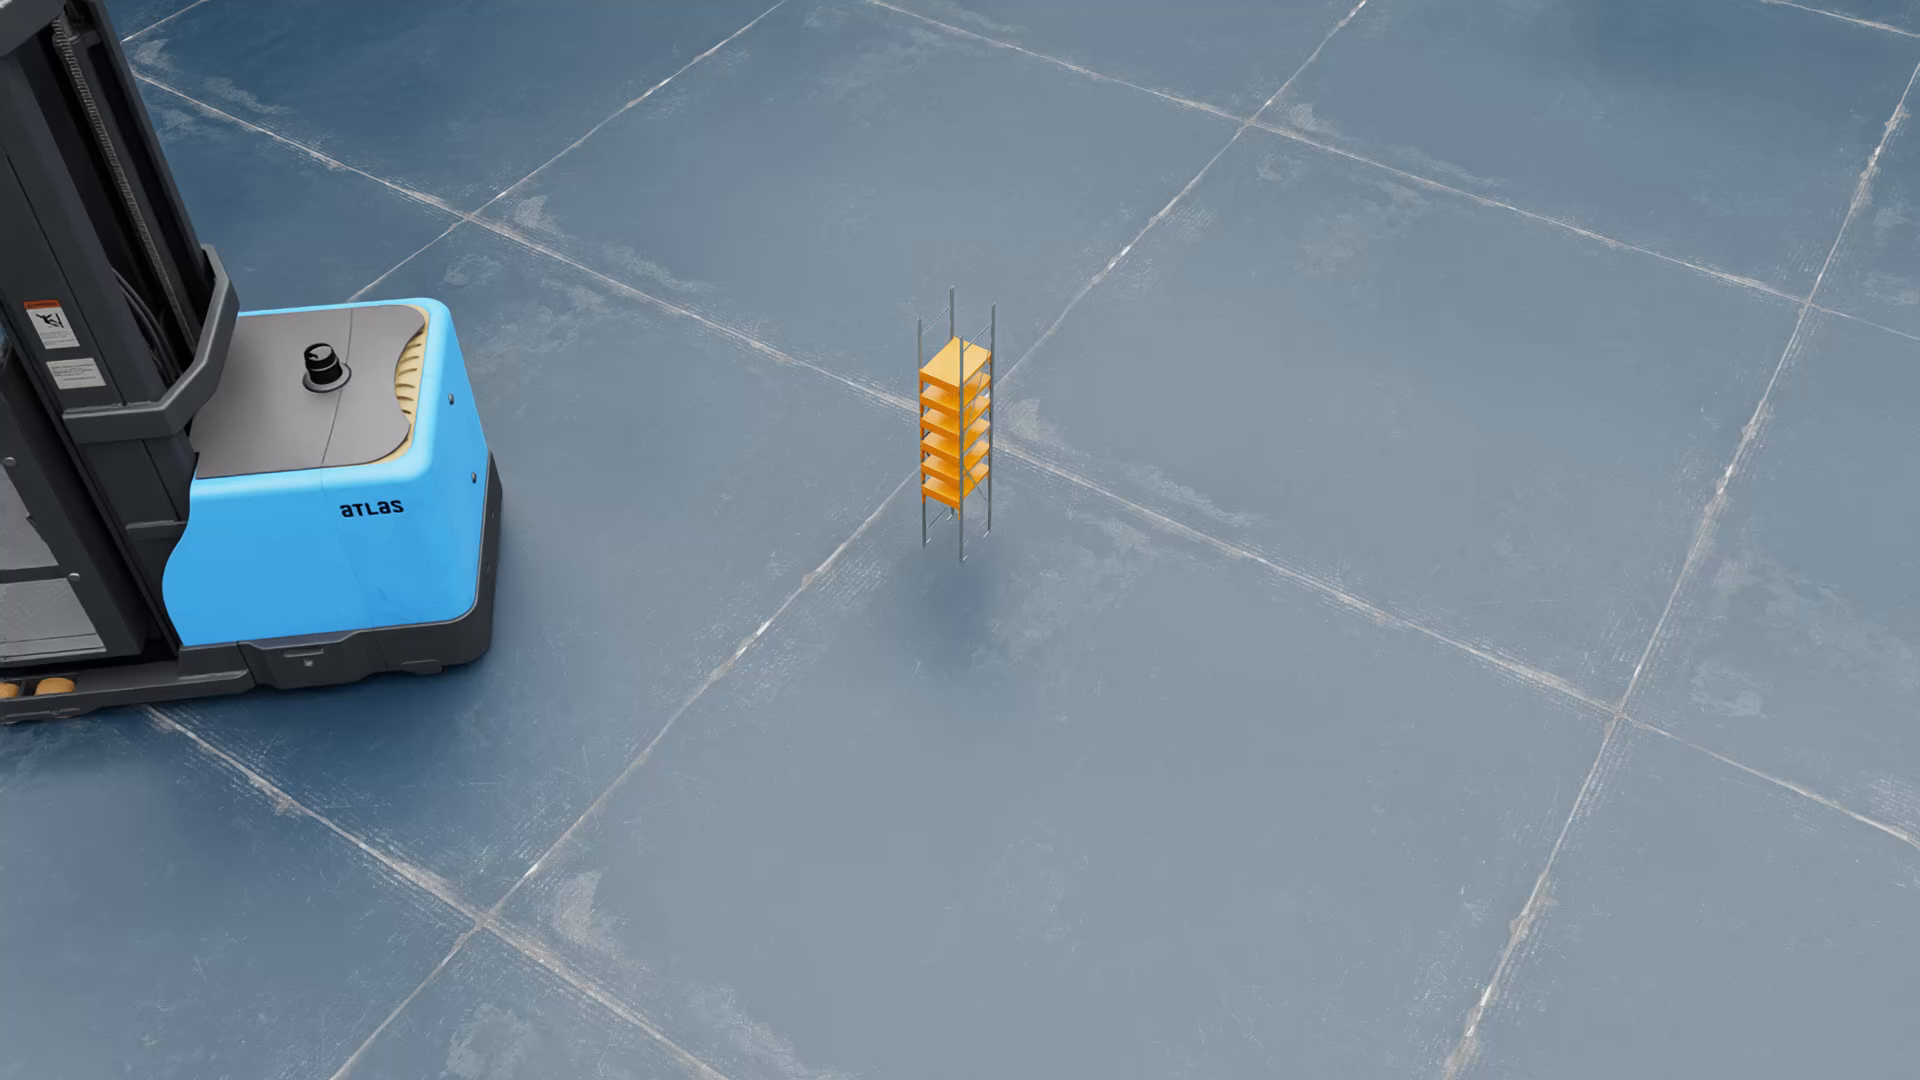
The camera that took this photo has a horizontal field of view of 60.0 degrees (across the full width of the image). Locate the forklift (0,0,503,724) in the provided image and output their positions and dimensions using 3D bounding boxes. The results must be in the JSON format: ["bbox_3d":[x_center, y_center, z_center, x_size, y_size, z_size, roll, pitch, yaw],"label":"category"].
[{"bbox_3d":[-3.390,-0.731,5.639,3.031,2.935,1.130,-6,46,-5],"label":"forklift"}]

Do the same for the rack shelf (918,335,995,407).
[{"bbox_3d":[-0.012,-0.644,6.321,0.180,0.103,0.258,25,51,22],"label":"rack shelf"}]

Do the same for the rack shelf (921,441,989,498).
[{"bbox_3d":[-0.012,-0.309,6.665,0.180,0.103,0.258,25,51,22],"label":"rack shelf"}]

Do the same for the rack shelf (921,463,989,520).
[{"bbox_3d":[-0.012,-0.226,6.751,0.180,0.103,0.258,25,51,22],"label":"rack shelf"}]

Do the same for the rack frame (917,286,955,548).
[{"bbox_3d":[-0.089,-0.459,6.581,0.006,1.200,0.240,25,51,22],"label":"rack frame"}]

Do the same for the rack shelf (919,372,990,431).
[{"bbox_3d":[-0.012,-0.560,6.407,0.180,0.103,0.258,25,51,22],"label":"rack shelf"}]

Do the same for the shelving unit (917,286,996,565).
[{"bbox_3d":[-0.012,-0.424,6.547,0.189,1.200,0.258,25,51,22],"label":"shelving unit"}]

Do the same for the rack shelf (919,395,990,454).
[{"bbox_3d":[-0.012,-0.476,6.493,0.180,0.103,0.258,25,51,22],"label":"rack shelf"}]

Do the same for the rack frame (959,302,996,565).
[{"bbox_3d":[0.065,-0.388,6.513,0.006,1.200,0.240,25,51,22],"label":"rack frame"}]

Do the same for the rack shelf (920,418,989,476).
[{"bbox_3d":[-0.012,-0.393,6.579,0.180,0.103,0.258,25,51,22],"label":"rack shelf"}]
